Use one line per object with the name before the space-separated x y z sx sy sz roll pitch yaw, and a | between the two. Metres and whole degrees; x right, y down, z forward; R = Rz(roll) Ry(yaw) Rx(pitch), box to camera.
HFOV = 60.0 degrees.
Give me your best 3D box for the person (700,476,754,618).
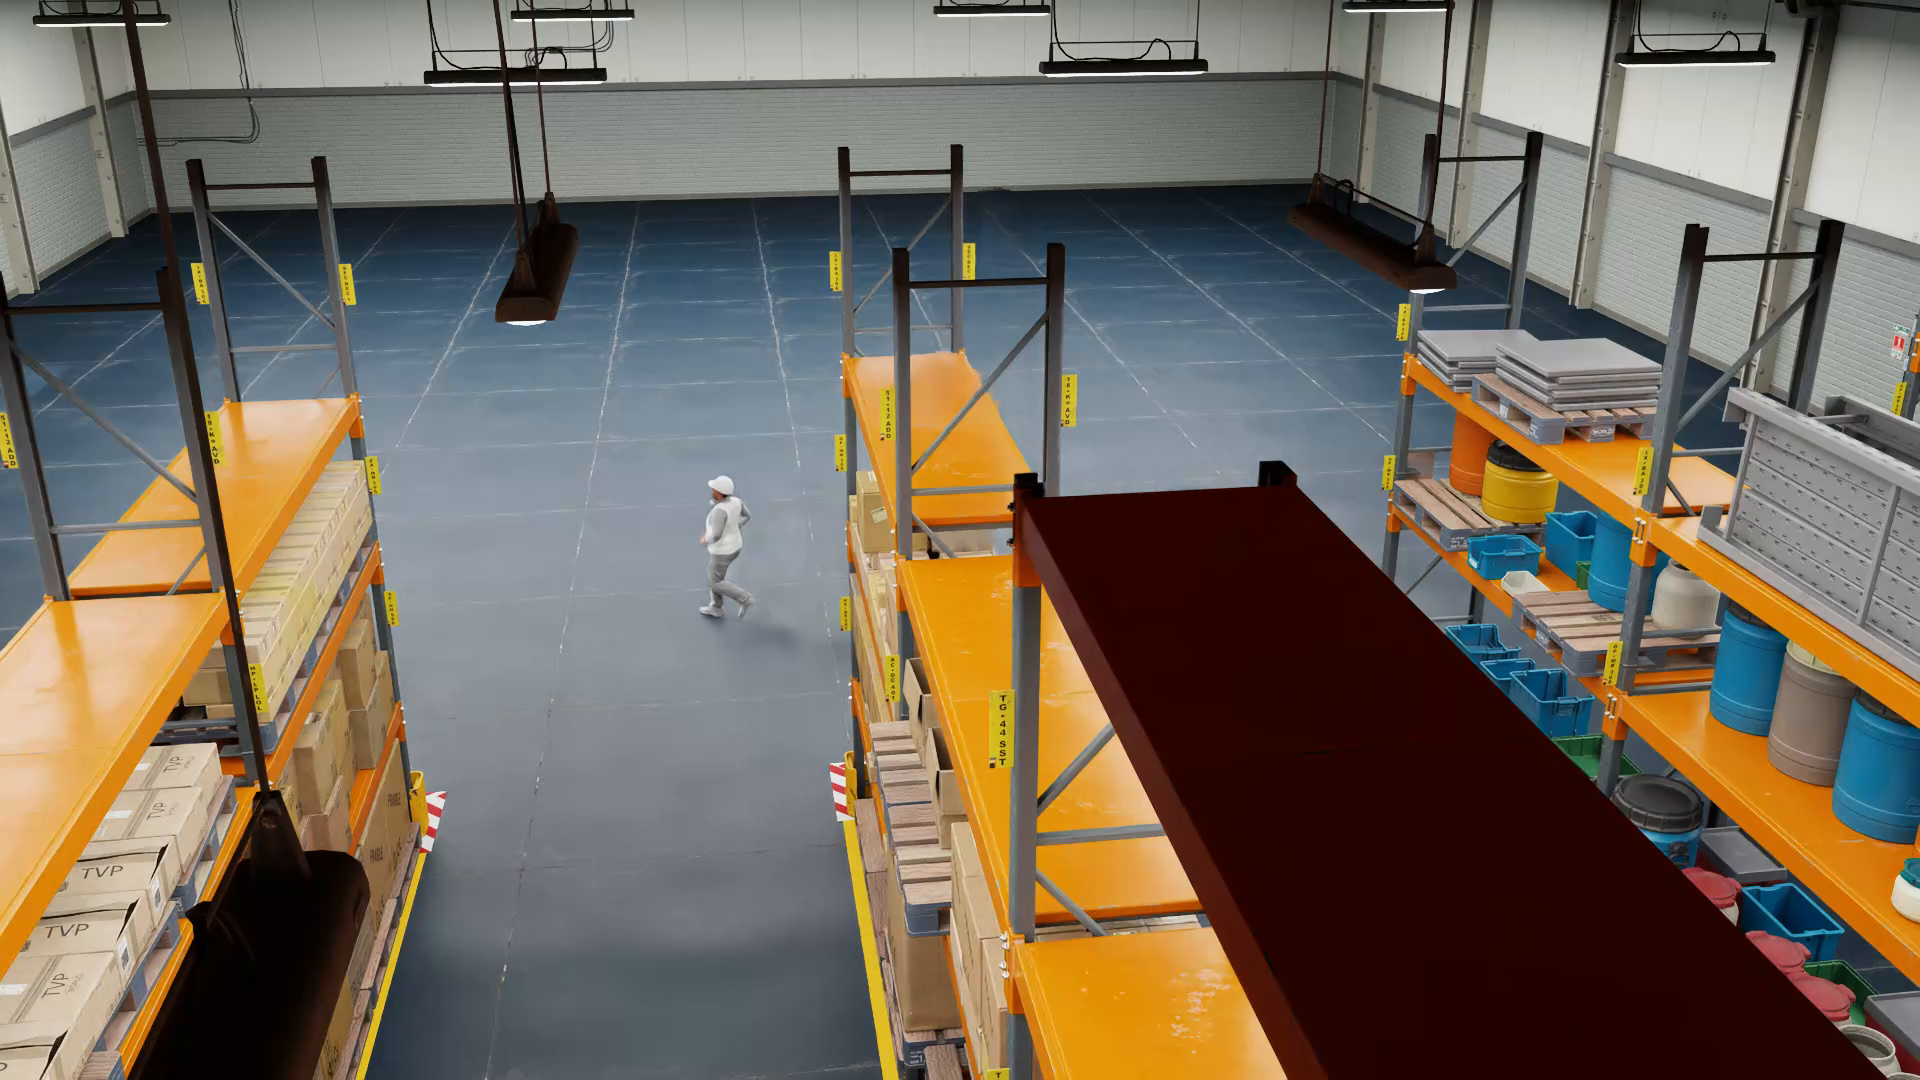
person | -2.686 0.086 19.076 0.783 1.742 0.691 8 23 19
